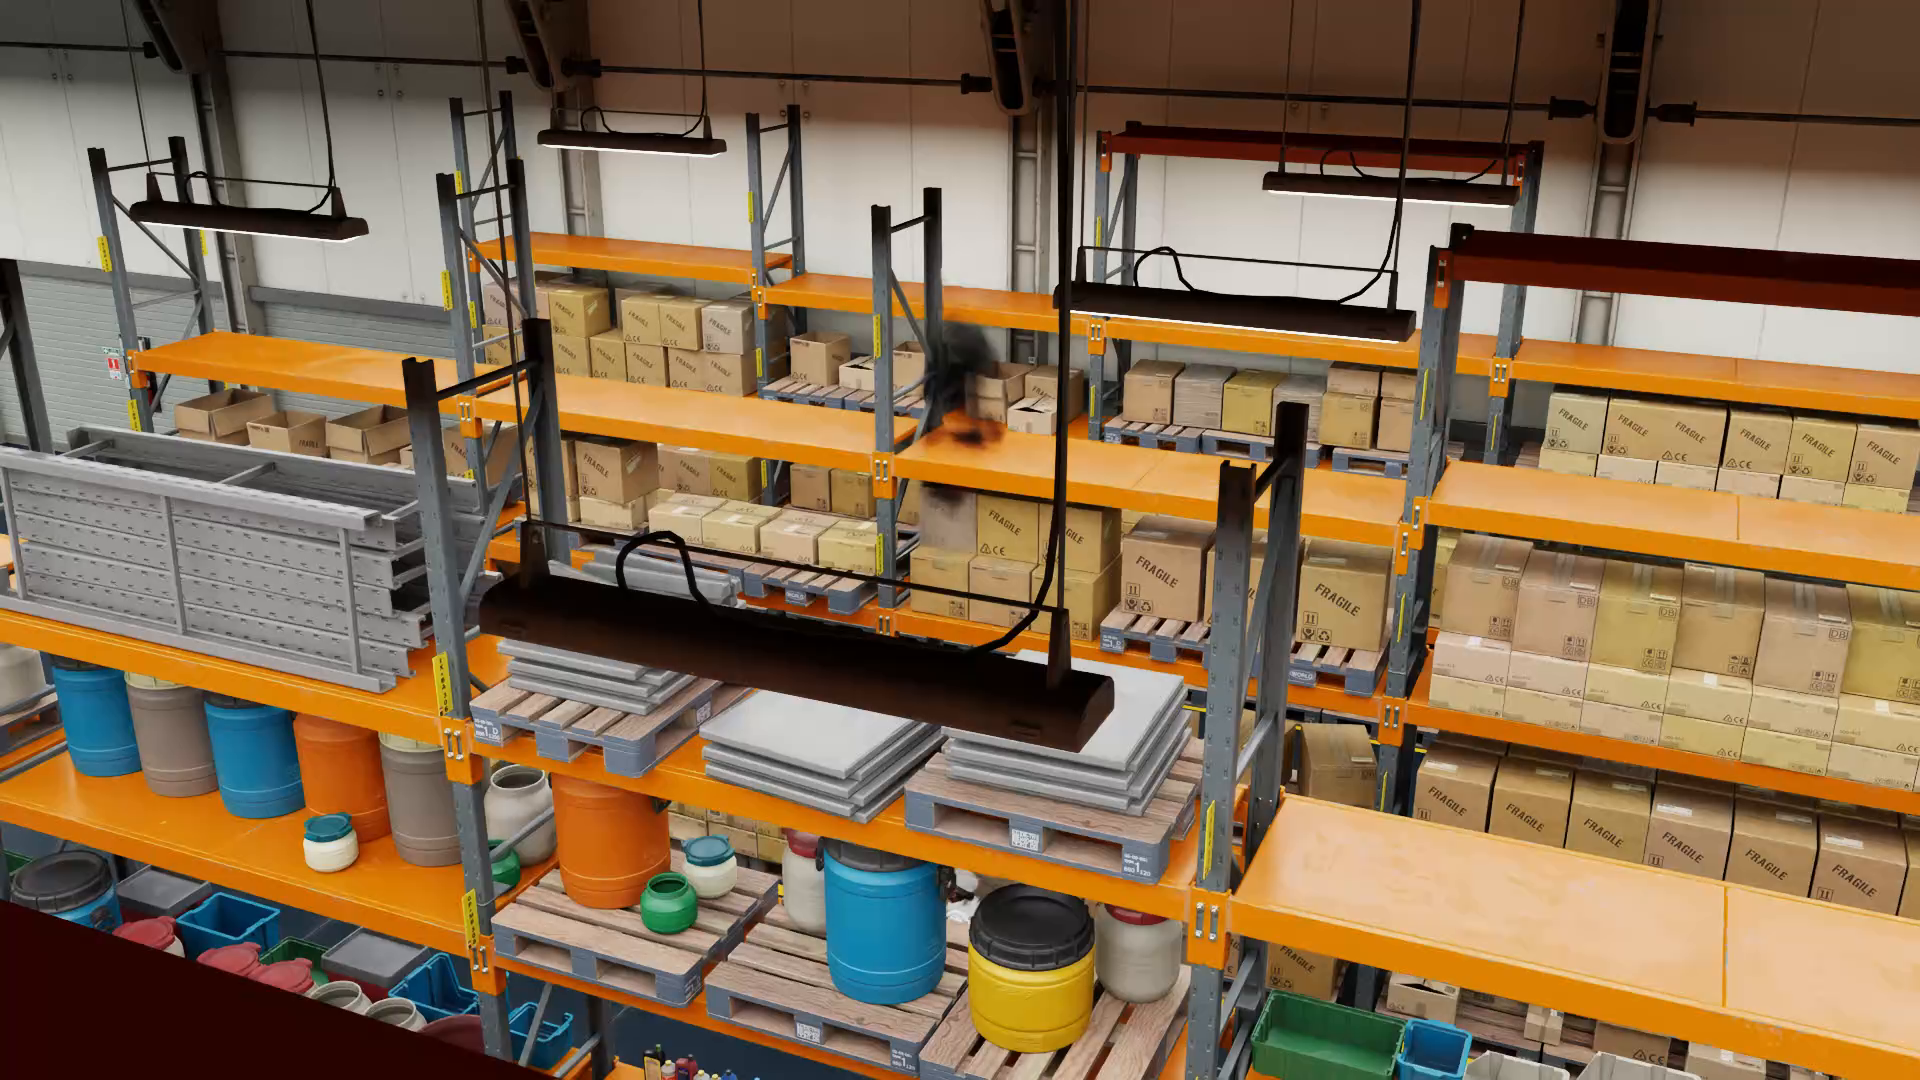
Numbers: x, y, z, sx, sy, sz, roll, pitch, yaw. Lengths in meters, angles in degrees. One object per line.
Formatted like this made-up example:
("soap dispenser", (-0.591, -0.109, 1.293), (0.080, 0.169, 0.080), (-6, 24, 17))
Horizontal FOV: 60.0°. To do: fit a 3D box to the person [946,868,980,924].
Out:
("person", (0.022, 3.104, 12.081), (0.589, 1.644, 0.563), (5, 21, 13))
